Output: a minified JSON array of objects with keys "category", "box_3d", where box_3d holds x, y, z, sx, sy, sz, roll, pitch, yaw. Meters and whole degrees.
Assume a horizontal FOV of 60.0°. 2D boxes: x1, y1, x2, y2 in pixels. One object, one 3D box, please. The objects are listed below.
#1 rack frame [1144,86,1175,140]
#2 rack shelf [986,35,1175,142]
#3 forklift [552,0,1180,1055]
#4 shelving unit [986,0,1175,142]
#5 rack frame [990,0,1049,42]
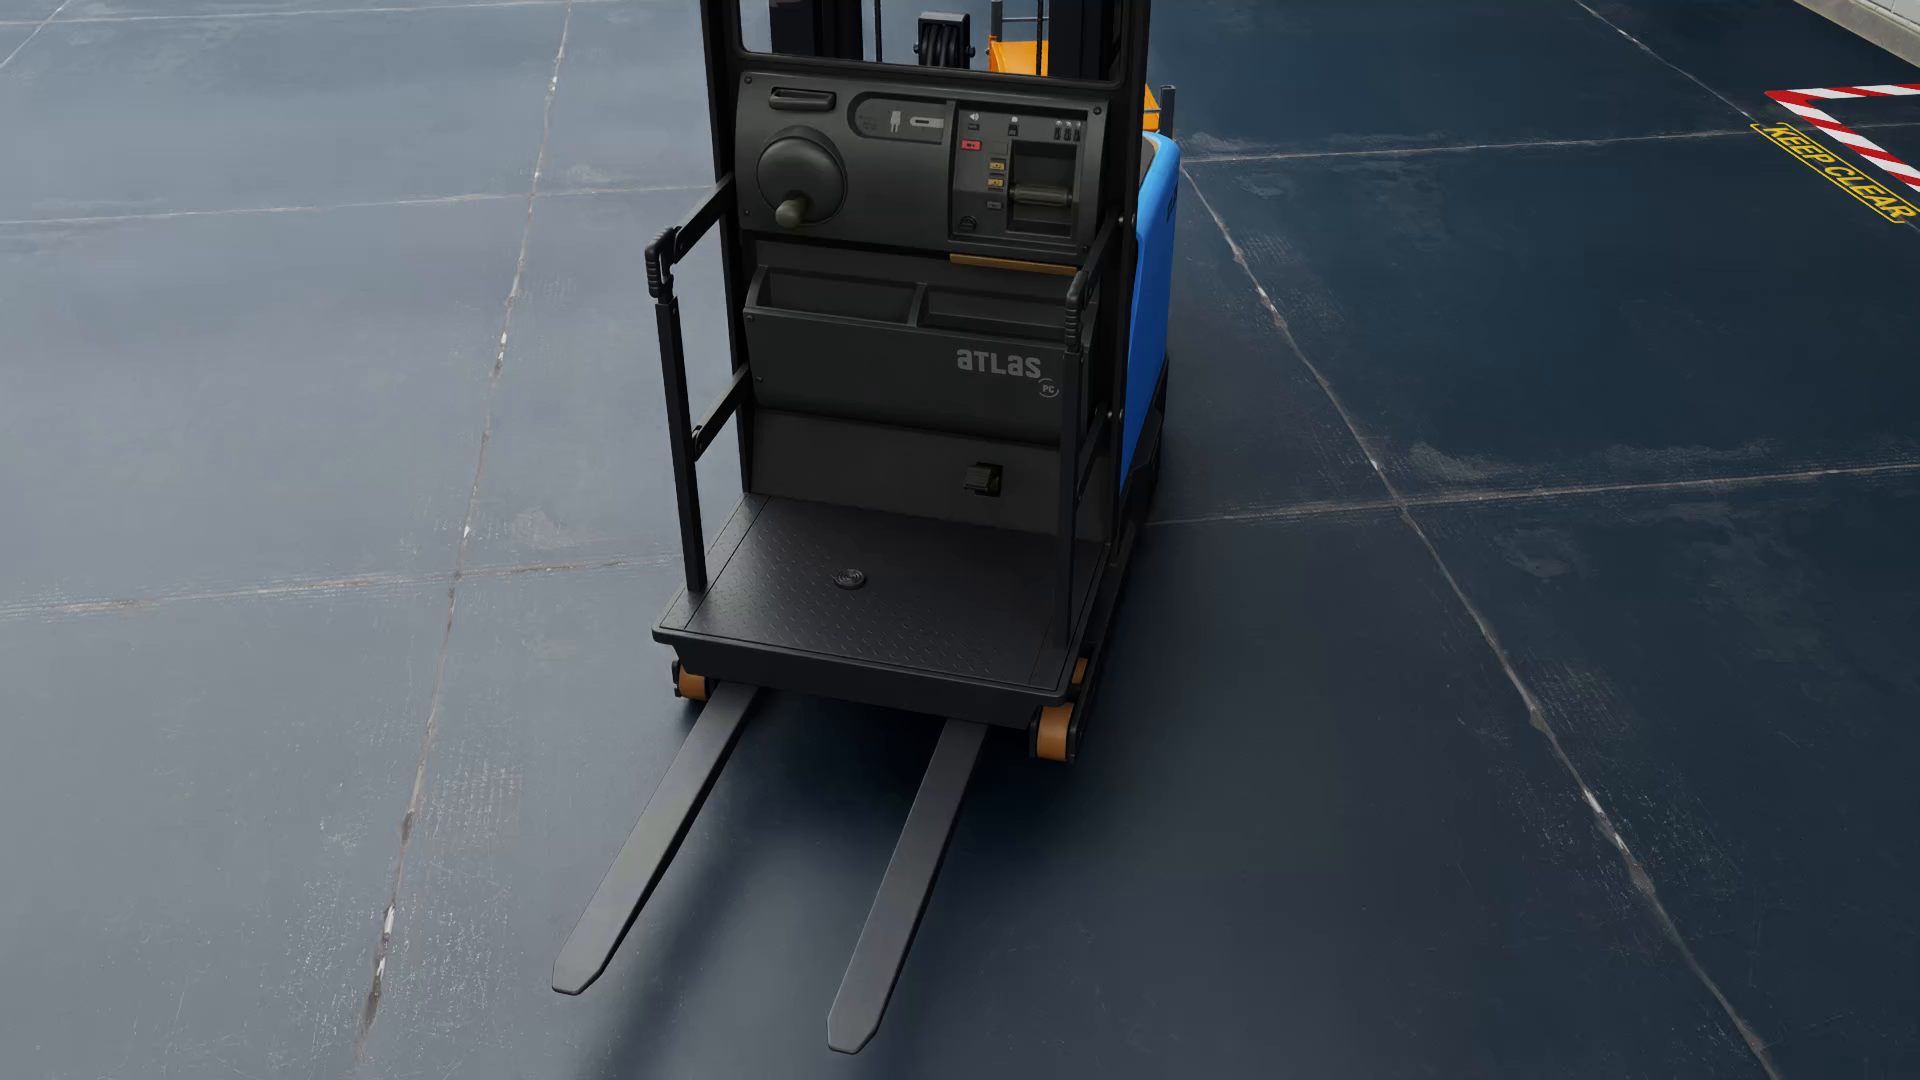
[{"category":"rack frame","box_3d":[0.450,-0.999,5.717,0.500,1.125,0.032,-3,34,-4]},{"category":"rack shelf","box_3d":[0.408,-1.526,5.971,0.538,0.278,1.000,-3,34,-4]},{"category":"forklift","box_3d":[-0.156,-0.867,3.920,1.130,2.935,3.031,8,35,12]},{"category":"shelving unit","box_3d":[0.408,-1.284,6.136,0.538,1.125,1.048,-3,34,-4]},{"category":"rack frame","box_3d":[0.366,-1.570,6.555,0.500,1.125,0.032,-3,34,-4]}]
